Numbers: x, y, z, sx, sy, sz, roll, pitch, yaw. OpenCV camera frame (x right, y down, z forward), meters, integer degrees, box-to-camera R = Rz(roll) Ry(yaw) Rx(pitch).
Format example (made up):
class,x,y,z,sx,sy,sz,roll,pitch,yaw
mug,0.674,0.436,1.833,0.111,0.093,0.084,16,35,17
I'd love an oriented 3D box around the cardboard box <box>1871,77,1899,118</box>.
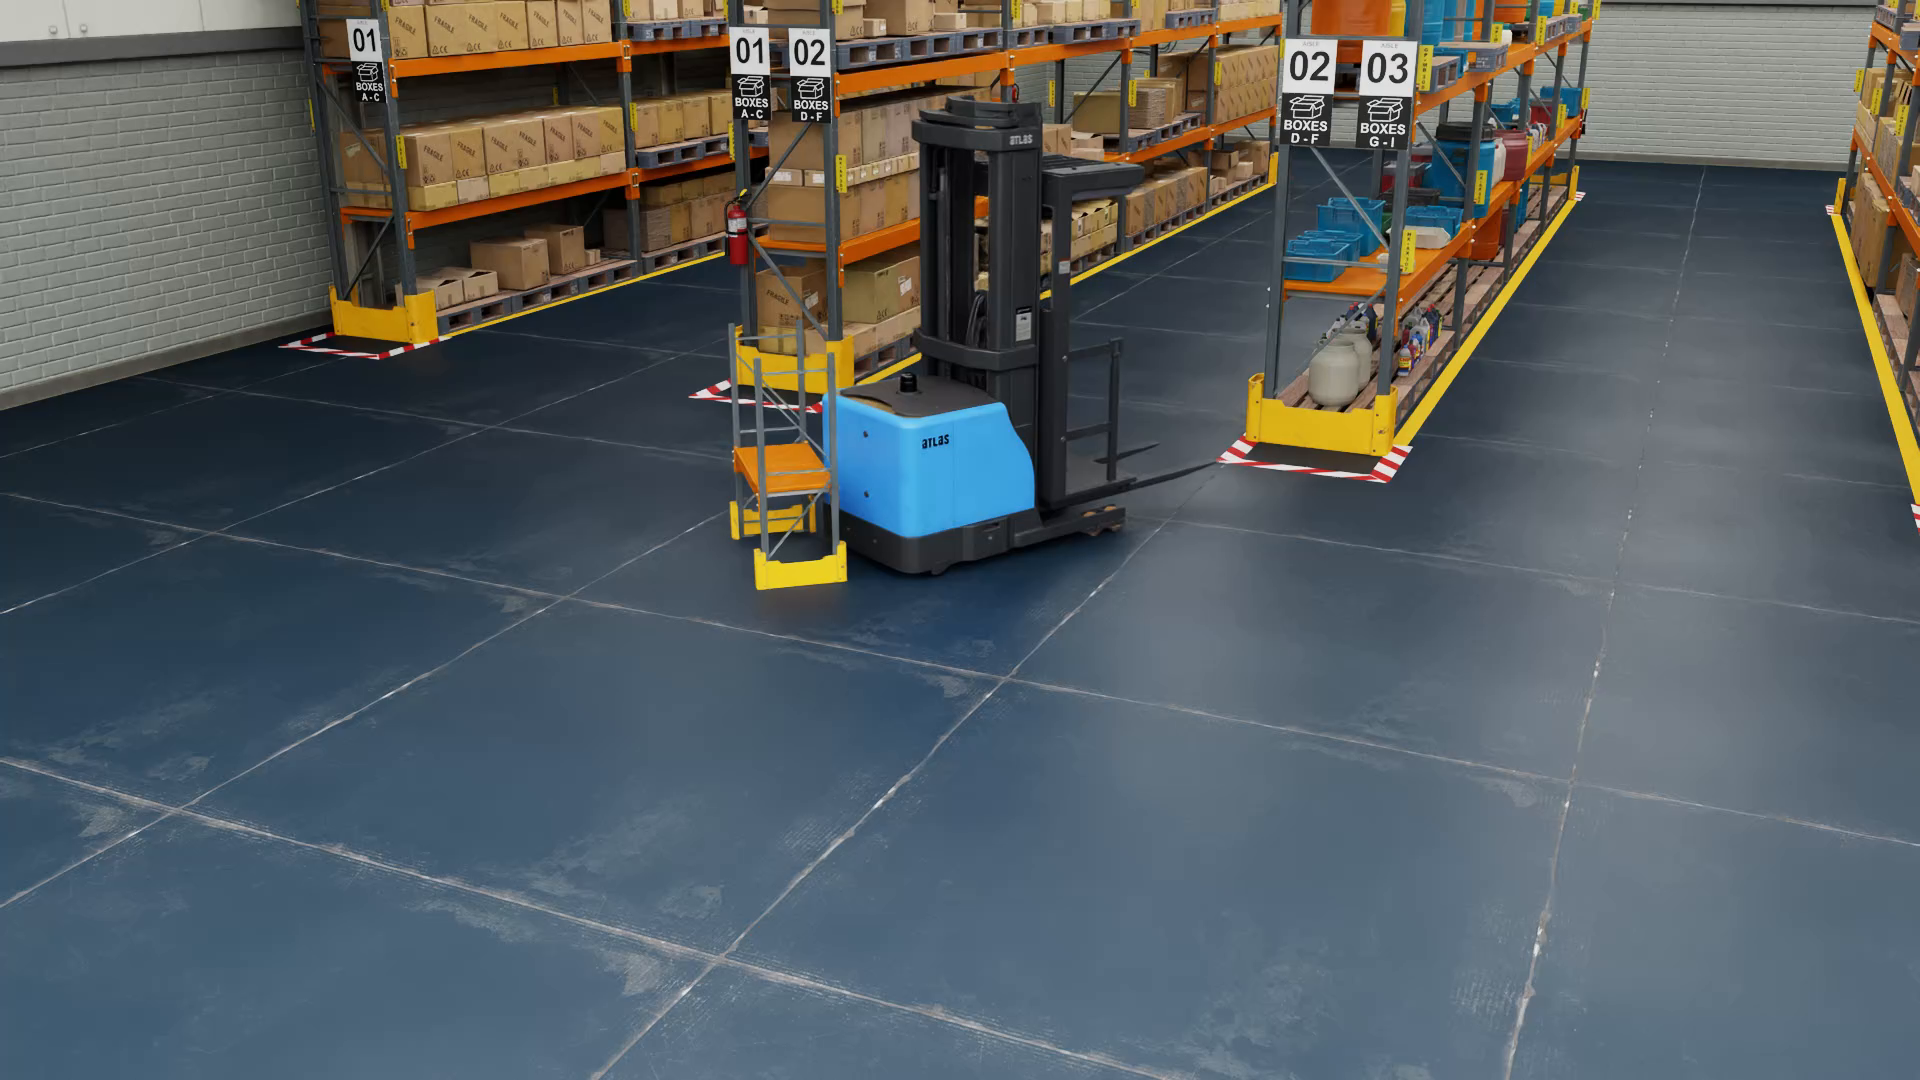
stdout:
class,x,y,z,sx,sy,sz,roll,pitch,yaw
cardboard box,12.552,-5.923,22.307,0.500,0.500,0.500,9,21,23

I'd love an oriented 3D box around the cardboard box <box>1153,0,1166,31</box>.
class,x,y,z,sx,sy,sz,roll,pitch,yaw
cardboard box,2.294,-7.221,22.671,0.910,0.500,0.500,9,21,23

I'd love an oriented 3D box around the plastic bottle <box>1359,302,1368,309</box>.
class,x,y,z,sx,sy,sz,roll,pitch,yaw
plastic bottle,4.073,-2.289,16.843,0.097,0.271,0.097,0,20,0

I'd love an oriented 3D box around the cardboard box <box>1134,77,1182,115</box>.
class,x,y,z,sx,sy,sz,roll,pitch,yaw
cardboard box,2.964,-6.661,24.947,0.700,0.500,0.500,2,20,4

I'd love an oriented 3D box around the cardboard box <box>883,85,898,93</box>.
class,x,y,z,sx,sy,sz,roll,pitch,yaw
cardboard box,-1.317,-7.073,26.257,0.500,0.500,0.500,9,21,23

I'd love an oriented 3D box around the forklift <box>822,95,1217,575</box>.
class,x,y,z,sx,sy,sz,roll,pitch,yaw
forklift,0.538,-1.536,11.412,3.031,2.935,1.130,-15,24,-36

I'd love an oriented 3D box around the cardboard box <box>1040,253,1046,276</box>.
class,x,y,z,sx,sy,sz,roll,pitch,yaw
cardboard box,0.688,-3.233,19.559,0.500,0.250,0.500,9,22,24

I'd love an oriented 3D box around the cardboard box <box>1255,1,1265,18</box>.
class,x,y,z,sx,sy,sz,roll,pitch,yaw
cardboard box,4.623,-8.597,26.912,0.500,0.250,0.500,9,21,23

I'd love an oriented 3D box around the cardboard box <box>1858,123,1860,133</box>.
class,x,y,z,sx,sy,sz,roll,pitch,yaw
cardboard box,13.276,-5.974,24.166,0.380,0.149,0.250,8,21,22

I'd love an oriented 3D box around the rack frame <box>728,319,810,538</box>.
class,x,y,z,sx,sy,sz,roll,pitch,yaw
rack frame,-1.297,-0.749,11.337,0.500,1.500,0.032,-6,20,-15

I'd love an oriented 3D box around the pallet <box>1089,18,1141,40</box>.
class,x,y,z,sx,sy,sz,roll,pitch,yaw
pallet,1.528,-6.412,20.828,1.213,0.211,1.003,10,22,25

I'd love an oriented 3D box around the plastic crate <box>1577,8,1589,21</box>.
class,x,y,z,sx,sy,sz,roll,pitch,yaw
plastic crate,9.374,-8.045,25.454,0.450,0.188,0.336,9,21,23

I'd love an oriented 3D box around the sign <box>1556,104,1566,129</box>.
class,x,y,z,sx,sy,sz,roll,pitch,yaw
sign,8.381,-5.904,23.180,0.100,0.325,0.005,9,21,23

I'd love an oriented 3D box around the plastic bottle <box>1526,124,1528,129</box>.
class,x,y,z,sx,sy,sz,roll,pitch,yaw
plastic bottle,7.595,-5.464,22.429,0.144,0.351,0.185,9,21,23

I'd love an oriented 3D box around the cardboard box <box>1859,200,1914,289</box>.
class,x,y,z,sx,sy,sz,roll,pitch,yaw
cardboard box,11.062,-3.352,18.962,1.225,0.875,0.875,8,21,20

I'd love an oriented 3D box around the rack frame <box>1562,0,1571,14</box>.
class,x,y,z,sx,sy,sz,roll,pitch,yaw
rack frame,7.880,-8.676,22.435,1.000,3.000,0.127,9,21,23

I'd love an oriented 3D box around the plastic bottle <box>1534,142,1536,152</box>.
class,x,y,z,sx,sy,sz,roll,pitch,yaw
plastic bottle,7.580,-5.245,22.037,0.097,0.201,0.097,0,20,0

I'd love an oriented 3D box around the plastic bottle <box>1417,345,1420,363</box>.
class,x,y,z,sx,sy,sz,roll,pitch,yaw
plastic bottle,4.215,-1.747,15.425,0.097,0.201,0.097,0,20,0

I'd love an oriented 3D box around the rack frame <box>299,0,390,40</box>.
class,x,y,z,sx,sy,sz,roll,pitch,yaw
rack frame,-6.072,-6.367,15.943,1.000,3.000,0.127,9,21,23

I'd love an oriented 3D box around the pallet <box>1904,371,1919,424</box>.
class,x,y,z,sx,sy,sz,roll,pitch,yaw
pallet,8.880,-1.200,14.529,1.003,0.211,1.213,9,21,23

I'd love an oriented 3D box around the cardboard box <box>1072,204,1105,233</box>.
class,x,y,z,sx,sy,sz,roll,pitch,yaw
cardboard box,1.528,-4.121,21.218,0.500,0.311,0.500,8,21,22

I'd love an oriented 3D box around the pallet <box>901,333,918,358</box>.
class,x,y,z,sx,sy,sz,roll,pitch,yaw
pallet,-0.776,-2.159,17.226,1.003,0.211,1.213,9,21,23

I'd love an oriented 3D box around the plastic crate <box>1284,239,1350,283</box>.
class,x,y,z,sx,sy,sz,roll,pitch,yaw
plastic crate,2.898,-2.305,13.696,0.499,0.251,0.616,9,21,23

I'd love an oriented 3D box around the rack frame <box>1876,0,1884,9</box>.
class,x,y,z,sx,sy,sz,roll,pitch,yaw
rack frame,14.036,-9.219,23.963,1.000,3.000,0.127,9,21,23

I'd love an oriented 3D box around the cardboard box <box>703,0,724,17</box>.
class,x,y,z,sx,sy,sz,roll,pitch,yaw
cardboard box,-3.412,-7.074,22.223,0.797,0.503,0.637,12,23,30

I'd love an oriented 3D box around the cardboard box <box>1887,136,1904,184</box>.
class,x,y,z,sx,sy,sz,roll,pitch,yaw
cardboard box,10.946,-4.331,19.021,0.500,0.500,0.500,8,21,22

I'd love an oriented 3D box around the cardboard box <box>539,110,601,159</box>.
class,x,y,z,sx,sy,sz,roll,pitch,yaw
cardboard box,-4.545,-4.715,19.325,0.500,0.500,0.500,8,21,22

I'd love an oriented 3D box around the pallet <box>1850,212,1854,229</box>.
class,x,y,z,sx,sy,sz,roll,pitch,yaw
pallet,13.279,-4.452,23.673,1.003,0.211,1.213,9,21,23

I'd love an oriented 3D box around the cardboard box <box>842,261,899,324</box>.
class,x,y,z,sx,sy,sz,roll,pitch,yaw
cardboard box,-0.926,-2.404,16.110,0.500,0.500,0.500,9,21,23

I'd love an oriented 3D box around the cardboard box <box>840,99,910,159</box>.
class,x,y,z,sx,sy,sz,roll,pitch,yaw
cardboard box,-0.911,-3.993,16.135,0.700,0.500,0.500,9,21,23

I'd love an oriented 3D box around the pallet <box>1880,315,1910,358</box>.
class,x,y,z,sx,sy,sz,roll,pitch,yaw
pallet,9.938,-2.023,16.842,1.003,0.211,1.213,9,21,23

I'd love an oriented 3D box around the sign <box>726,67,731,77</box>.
class,x,y,z,sx,sy,sz,roll,pitch,yaw
sign,-3.304,-6.607,23.842,0.100,0.325,0.005,9,21,23

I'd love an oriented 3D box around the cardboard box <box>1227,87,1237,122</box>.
class,x,y,z,sx,sy,sz,roll,pitch,yaw
cardboard box,4.026,-6.853,26.112,0.500,0.500,0.500,9,21,24

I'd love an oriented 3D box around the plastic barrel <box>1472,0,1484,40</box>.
class,x,y,z,sx,sy,sz,roll,pitch,yaw
plastic barrel,5.440,-5.821,18.243,0.600,0.830,0.708,9,21,23

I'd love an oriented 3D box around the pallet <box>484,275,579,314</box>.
class,x,y,z,sx,sy,sz,roll,pitch,yaw
pallet,-5.175,-2.865,19.210,1.003,0.211,1.213,9,21,23

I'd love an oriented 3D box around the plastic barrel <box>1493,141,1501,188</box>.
class,x,y,z,sx,sy,sz,roll,pitch,yaw
plastic barrel,5.843,-4.207,18.655,0.421,0.512,0.421,0,20,0

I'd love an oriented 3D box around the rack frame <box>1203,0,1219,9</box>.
class,x,y,z,sx,sy,sz,roll,pitch,yaw
rack frame,3.362,-9.357,24.350,1.000,3.000,0.127,9,21,23

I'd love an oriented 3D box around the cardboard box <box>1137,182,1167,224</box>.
class,x,y,z,sx,sy,sz,roll,pitch,yaw
cardboard box,2.591,-4.751,23.424,0.500,0.500,0.500,8,21,22

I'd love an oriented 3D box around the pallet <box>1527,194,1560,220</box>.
class,x,y,z,sx,sy,sz,roll,pitch,yaw
pallet,8.644,-5.140,25.607,1.003,0.211,1.213,9,21,23

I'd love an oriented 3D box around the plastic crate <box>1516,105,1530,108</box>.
class,x,y,z,sx,sy,sz,roll,pitch,yaw
plastic crate,8.577,-6.589,25.680,0.416,0.233,0.300,9,21,23

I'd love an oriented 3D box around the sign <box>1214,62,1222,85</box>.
class,x,y,z,sx,sy,sz,roll,pitch,yaw
sign,3.870,-7.001,24.950,0.100,0.325,0.005,9,21,23

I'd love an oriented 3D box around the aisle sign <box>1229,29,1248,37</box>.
class,x,y,z,sx,sy,sz,roll,pitch,yaw
aisle sign,4.760,-9.039,28.529,0.394,0.787,0.004,9,21,23

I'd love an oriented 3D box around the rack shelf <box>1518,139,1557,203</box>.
class,x,y,z,sx,sy,sz,roll,pitch,yaw
rack shelf,7.061,-4.899,21.842,1.077,0.370,4.000,9,21,23

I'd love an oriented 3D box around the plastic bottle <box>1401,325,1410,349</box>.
class,x,y,z,sx,sy,sz,roll,pitch,yaw
plastic bottle,4.225,-1.903,15.740,0.061,0.283,0.133,9,21,23

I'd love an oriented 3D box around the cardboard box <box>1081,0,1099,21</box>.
class,x,y,z,sx,sy,sz,roll,pitch,yaw
cardboard box,1.392,-6.539,20.499,0.500,0.250,0.500,9,22,24

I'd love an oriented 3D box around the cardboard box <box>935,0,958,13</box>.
class,x,y,z,sx,sy,sz,roll,pitch,yaw
cardboard box,-0.360,-5.691,17.534,0.500,0.500,0.500,10,22,27

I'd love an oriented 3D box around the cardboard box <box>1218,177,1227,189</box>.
class,x,y,z,sx,sy,sz,roll,pitch,yaw
cardboard box,4.077,-5.767,26.781,0.380,0.166,0.250,9,21,23

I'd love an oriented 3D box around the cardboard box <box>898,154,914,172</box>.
class,x,y,z,sx,sy,sz,roll,pitch,yaw
cardboard box,-0.669,-3.699,16.277,0.380,0.149,0.250,8,21,22

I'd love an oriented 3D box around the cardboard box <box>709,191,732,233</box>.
class,x,y,z,sx,sy,sz,roll,pitch,yaw
cardboard box,-3.538,-4.491,22.695,0.700,0.500,0.500,8,21,22

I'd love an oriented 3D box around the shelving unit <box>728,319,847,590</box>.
class,x,y,z,sx,sy,sz,roll,pitch,yaw
shelving unit,-1.158,-0.589,10.885,0.587,1.500,1.083,-6,20,-15

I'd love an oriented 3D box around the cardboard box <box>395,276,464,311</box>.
class,x,y,z,sx,sy,sz,roll,pitch,yaw
cardboard box,-5.707,-2.680,17.885,0.500,0.311,0.500,6,20,17

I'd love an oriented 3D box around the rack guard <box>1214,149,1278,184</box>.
class,x,y,z,sx,sy,sz,roll,pitch,yaw
rack guard,4.969,-6.552,29.147,1.175,0.500,0.348,9,21,23

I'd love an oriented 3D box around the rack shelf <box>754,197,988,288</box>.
class,x,y,z,sx,sy,sz,roll,pitch,yaw
rack shelf,-0.733,-3.134,16.880,1.077,0.370,4.000,9,21,23

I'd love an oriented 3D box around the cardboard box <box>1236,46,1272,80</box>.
class,x,y,z,sx,sy,sz,roll,pitch,yaw
cardboard box,4.863,-7.943,27.686,0.500,0.500,0.500,9,22,24

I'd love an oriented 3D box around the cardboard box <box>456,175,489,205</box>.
class,x,y,z,sx,sy,sz,roll,pitch,yaw
cardboard box,-5.383,-3.746,17.719,0.500,0.250,0.500,8,21,21

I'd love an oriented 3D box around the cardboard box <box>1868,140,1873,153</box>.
class,x,y,z,sx,sy,sz,roll,pitch,yaw
cardboard box,12.225,-5.190,21.960,0.380,0.149,0.250,9,21,23
